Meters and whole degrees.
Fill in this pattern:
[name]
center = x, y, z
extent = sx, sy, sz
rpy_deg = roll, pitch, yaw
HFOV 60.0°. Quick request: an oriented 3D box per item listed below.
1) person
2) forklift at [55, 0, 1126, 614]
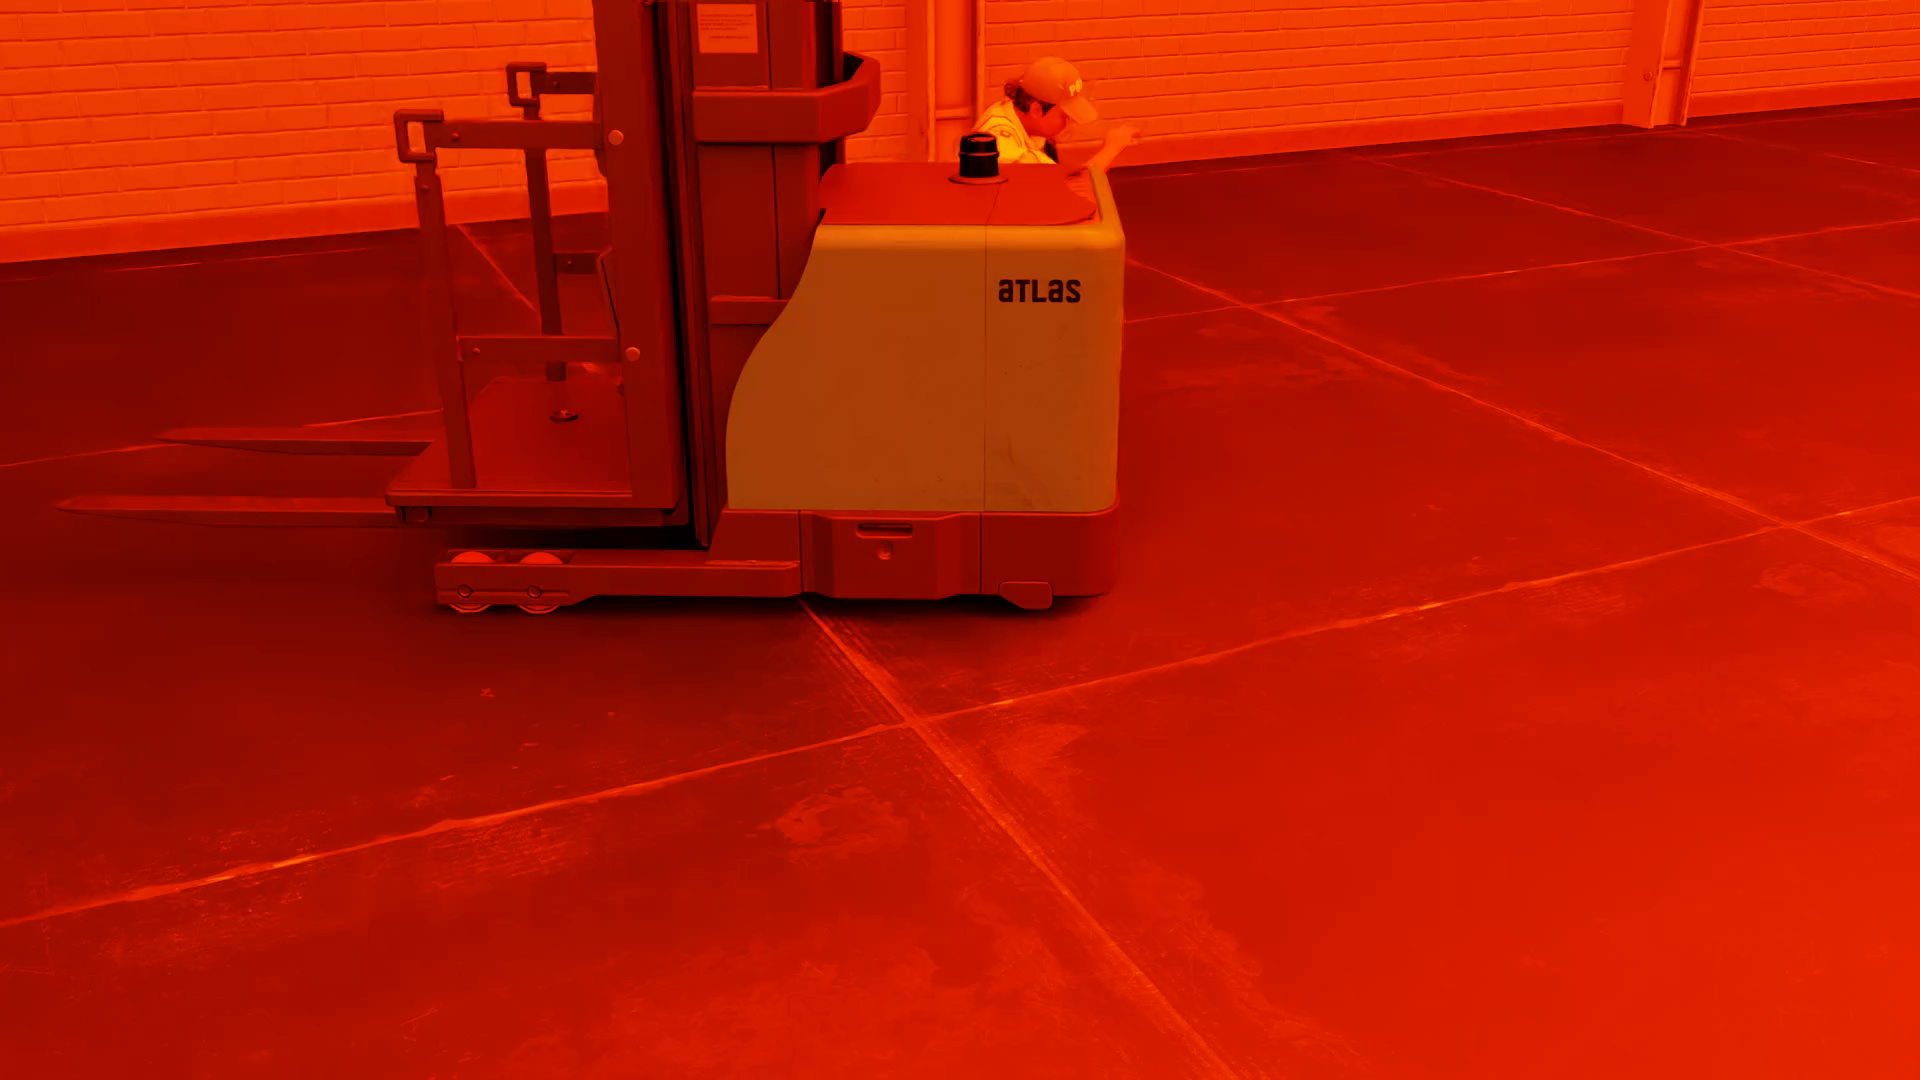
[person]
center = 0.267, -0.989, 5.770
extent = 0.721, 1.360, 1.418
rpy_deg = 9, 24, 21
[forklift]
center = -1.064, -1.350, 4.537
extent = 3.031, 2.935, 1.130
rpy_deg = 1, 23, 2
